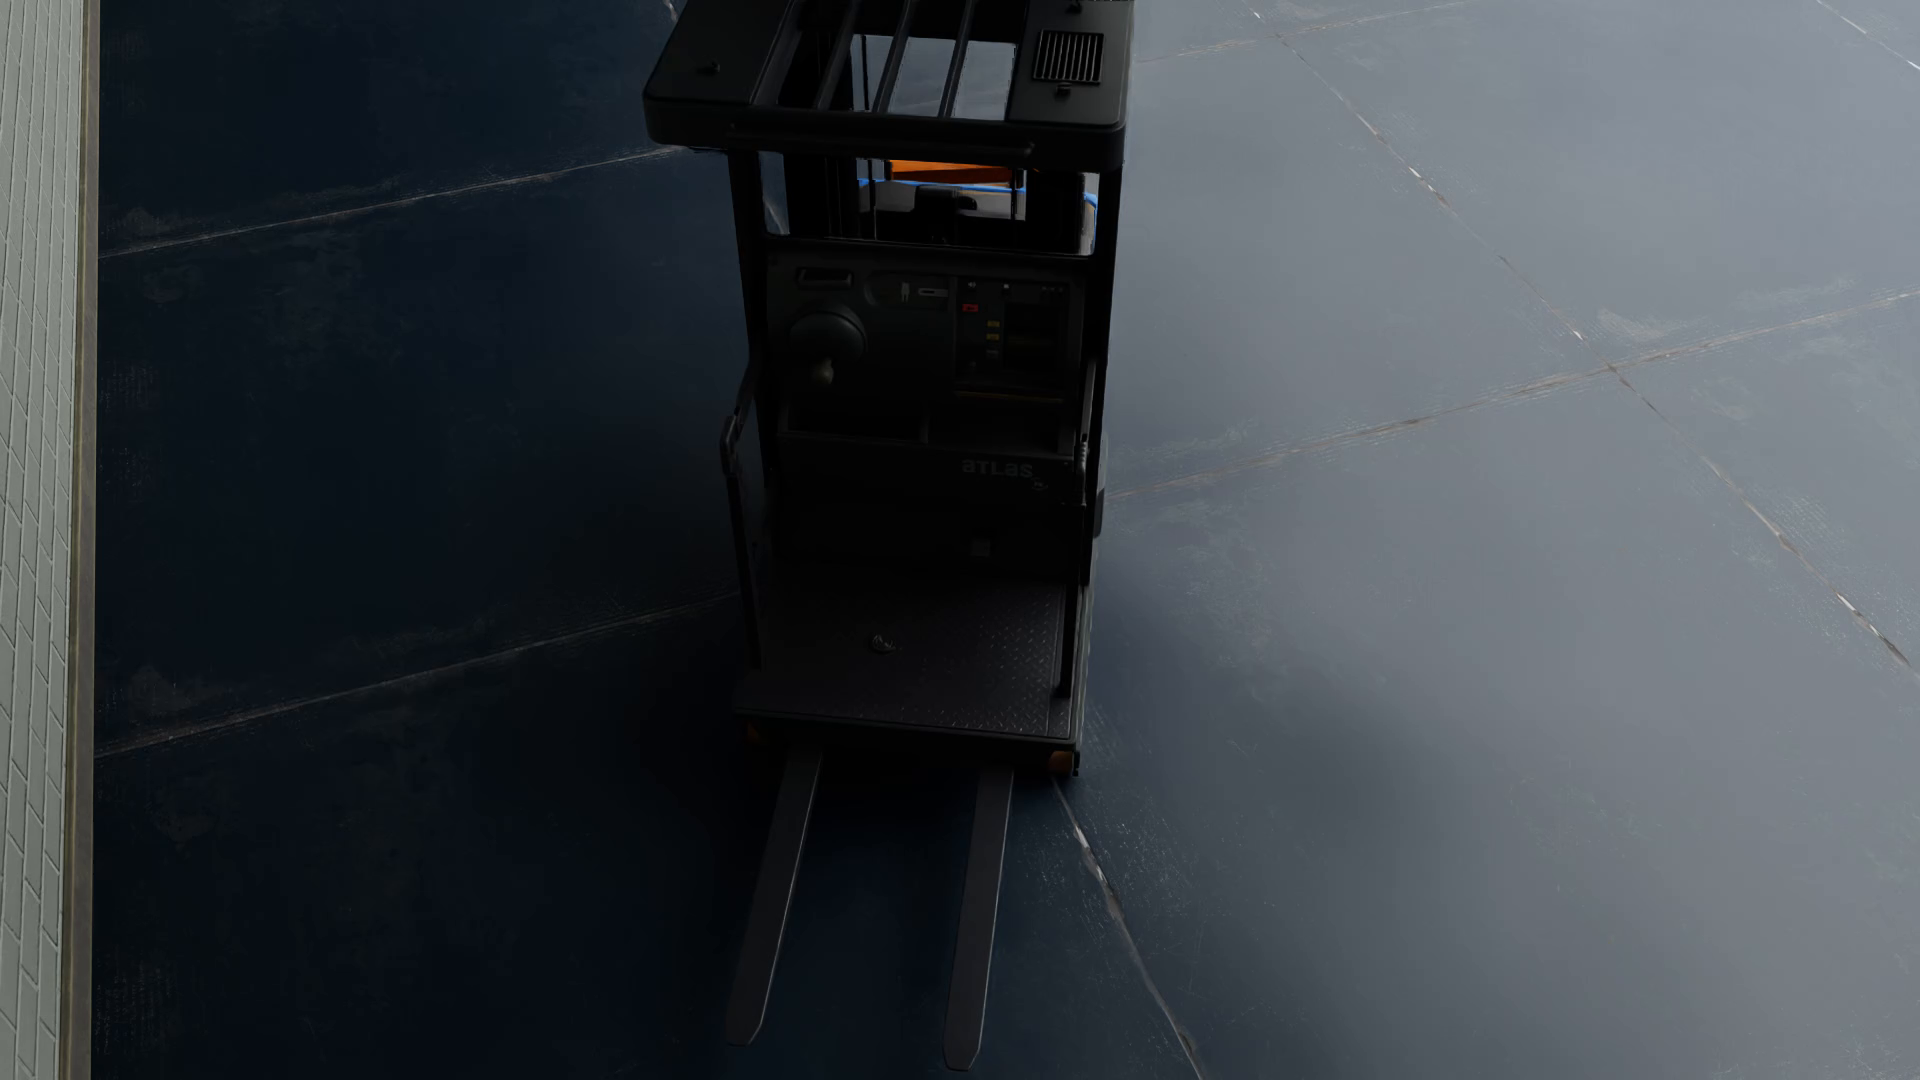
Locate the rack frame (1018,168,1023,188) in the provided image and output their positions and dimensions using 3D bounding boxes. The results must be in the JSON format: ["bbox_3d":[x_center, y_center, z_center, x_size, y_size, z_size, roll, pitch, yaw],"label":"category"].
[{"bbox_3d":[0.217,-1.142,6.541,0.015,1.200,0.240,-3,45,-3],"label":"rack frame"}]

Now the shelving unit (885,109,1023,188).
[{"bbox_3d":[-0.026,-1.130,6.529,0.503,1.200,0.258,-3,45,-3],"label":"shelving unit"}]

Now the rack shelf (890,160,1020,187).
[{"bbox_3d":[-0.026,-1.407,6.251,0.480,0.148,0.258,-3,45,-3],"label":"rack shelf"}]

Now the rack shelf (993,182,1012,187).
[{"bbox_3d":[-0.026,-1.240,6.418,0.480,0.148,0.258,-3,45,-3],"label":"rack shelf"}]

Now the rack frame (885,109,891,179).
[{"bbox_3d":[-0.270,-1.118,6.517,0.015,1.200,0.240,-3,45,-3],"label":"rack frame"}]

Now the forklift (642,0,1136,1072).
[{"bbox_3d":[-0.126,-0.532,4.711,1.130,2.935,3.031,5,45,5],"label":"forklift"}]
